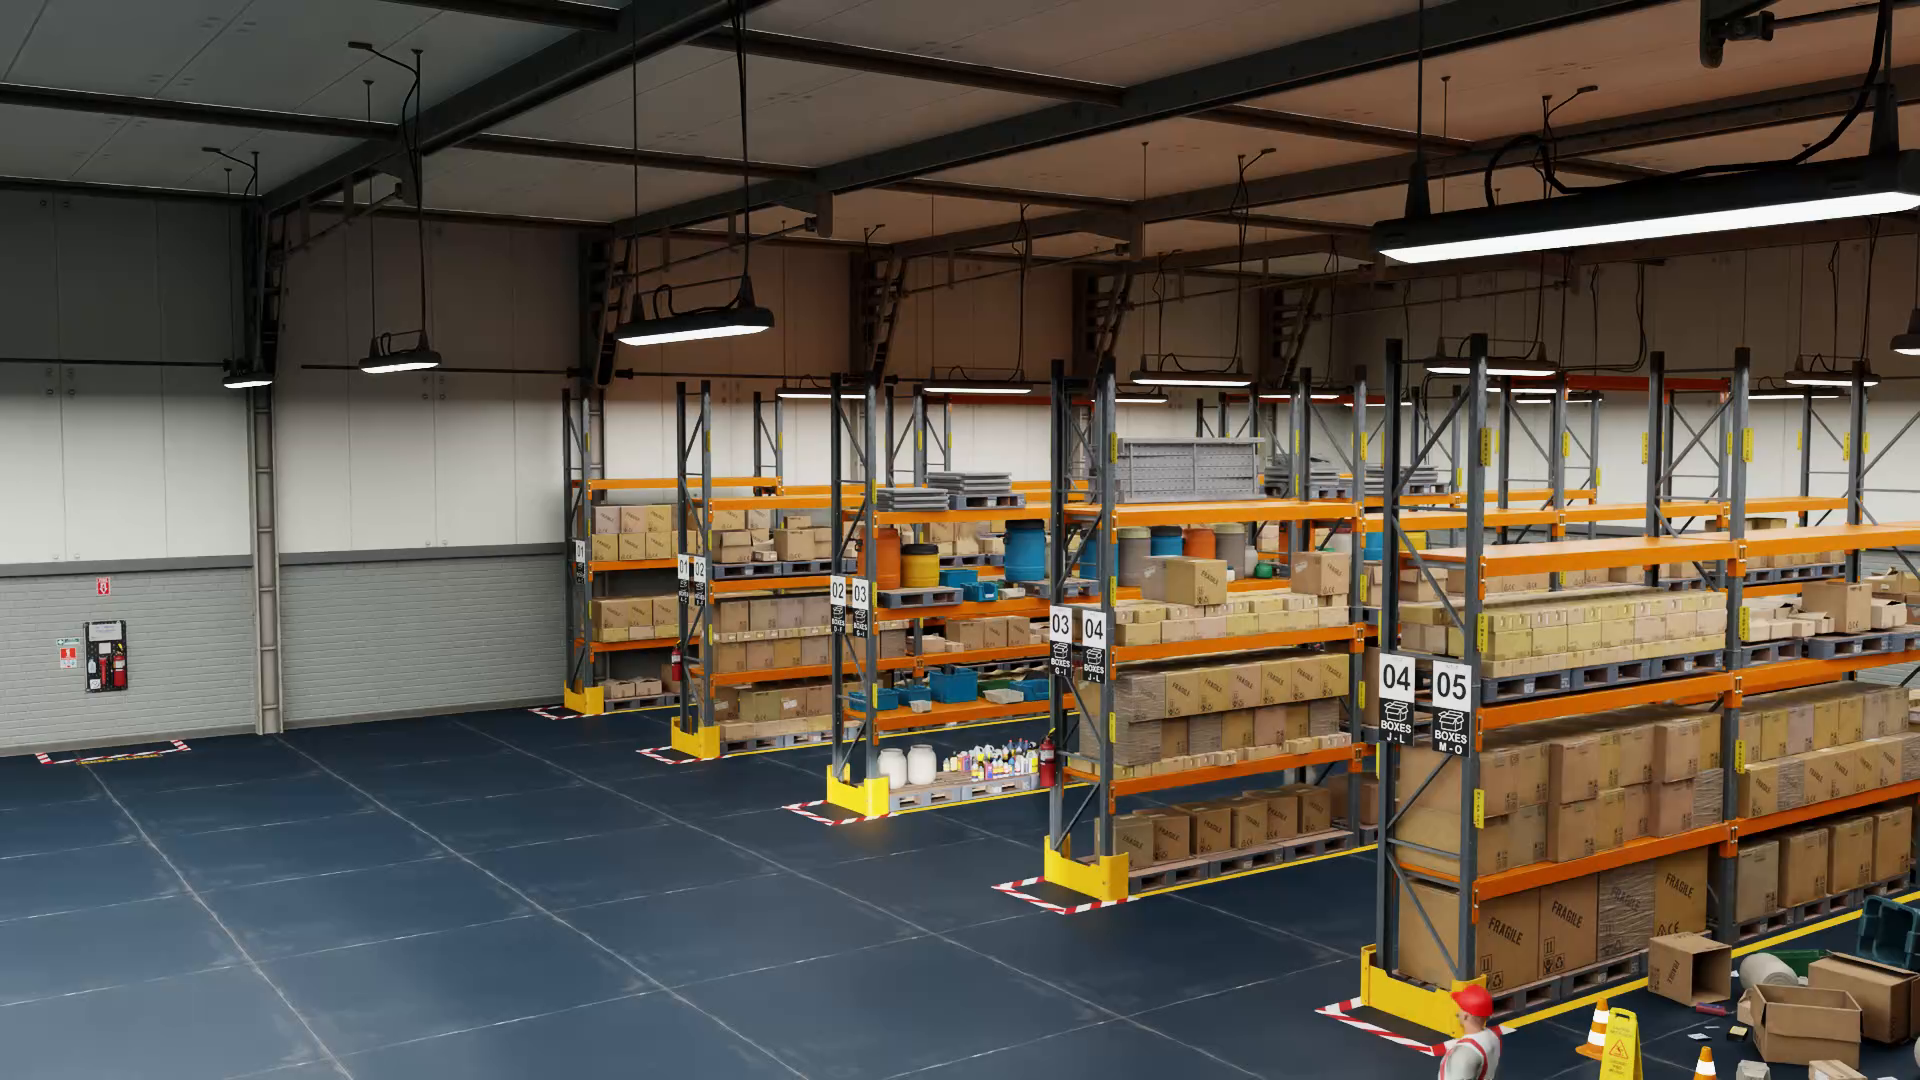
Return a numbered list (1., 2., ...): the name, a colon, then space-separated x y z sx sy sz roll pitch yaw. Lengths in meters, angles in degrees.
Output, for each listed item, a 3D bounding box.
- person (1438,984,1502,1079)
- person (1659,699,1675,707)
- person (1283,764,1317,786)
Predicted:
1. person: 3.113 3.619 10.193 0.377 1.803 0.630 1 4 21
2. person: 9.480 2.922 22.411 0.946 1.602 0.451 -2 4 -32
3. person: 4.687 2.801 22.990 0.537 1.763 0.666 -1 4 -20
